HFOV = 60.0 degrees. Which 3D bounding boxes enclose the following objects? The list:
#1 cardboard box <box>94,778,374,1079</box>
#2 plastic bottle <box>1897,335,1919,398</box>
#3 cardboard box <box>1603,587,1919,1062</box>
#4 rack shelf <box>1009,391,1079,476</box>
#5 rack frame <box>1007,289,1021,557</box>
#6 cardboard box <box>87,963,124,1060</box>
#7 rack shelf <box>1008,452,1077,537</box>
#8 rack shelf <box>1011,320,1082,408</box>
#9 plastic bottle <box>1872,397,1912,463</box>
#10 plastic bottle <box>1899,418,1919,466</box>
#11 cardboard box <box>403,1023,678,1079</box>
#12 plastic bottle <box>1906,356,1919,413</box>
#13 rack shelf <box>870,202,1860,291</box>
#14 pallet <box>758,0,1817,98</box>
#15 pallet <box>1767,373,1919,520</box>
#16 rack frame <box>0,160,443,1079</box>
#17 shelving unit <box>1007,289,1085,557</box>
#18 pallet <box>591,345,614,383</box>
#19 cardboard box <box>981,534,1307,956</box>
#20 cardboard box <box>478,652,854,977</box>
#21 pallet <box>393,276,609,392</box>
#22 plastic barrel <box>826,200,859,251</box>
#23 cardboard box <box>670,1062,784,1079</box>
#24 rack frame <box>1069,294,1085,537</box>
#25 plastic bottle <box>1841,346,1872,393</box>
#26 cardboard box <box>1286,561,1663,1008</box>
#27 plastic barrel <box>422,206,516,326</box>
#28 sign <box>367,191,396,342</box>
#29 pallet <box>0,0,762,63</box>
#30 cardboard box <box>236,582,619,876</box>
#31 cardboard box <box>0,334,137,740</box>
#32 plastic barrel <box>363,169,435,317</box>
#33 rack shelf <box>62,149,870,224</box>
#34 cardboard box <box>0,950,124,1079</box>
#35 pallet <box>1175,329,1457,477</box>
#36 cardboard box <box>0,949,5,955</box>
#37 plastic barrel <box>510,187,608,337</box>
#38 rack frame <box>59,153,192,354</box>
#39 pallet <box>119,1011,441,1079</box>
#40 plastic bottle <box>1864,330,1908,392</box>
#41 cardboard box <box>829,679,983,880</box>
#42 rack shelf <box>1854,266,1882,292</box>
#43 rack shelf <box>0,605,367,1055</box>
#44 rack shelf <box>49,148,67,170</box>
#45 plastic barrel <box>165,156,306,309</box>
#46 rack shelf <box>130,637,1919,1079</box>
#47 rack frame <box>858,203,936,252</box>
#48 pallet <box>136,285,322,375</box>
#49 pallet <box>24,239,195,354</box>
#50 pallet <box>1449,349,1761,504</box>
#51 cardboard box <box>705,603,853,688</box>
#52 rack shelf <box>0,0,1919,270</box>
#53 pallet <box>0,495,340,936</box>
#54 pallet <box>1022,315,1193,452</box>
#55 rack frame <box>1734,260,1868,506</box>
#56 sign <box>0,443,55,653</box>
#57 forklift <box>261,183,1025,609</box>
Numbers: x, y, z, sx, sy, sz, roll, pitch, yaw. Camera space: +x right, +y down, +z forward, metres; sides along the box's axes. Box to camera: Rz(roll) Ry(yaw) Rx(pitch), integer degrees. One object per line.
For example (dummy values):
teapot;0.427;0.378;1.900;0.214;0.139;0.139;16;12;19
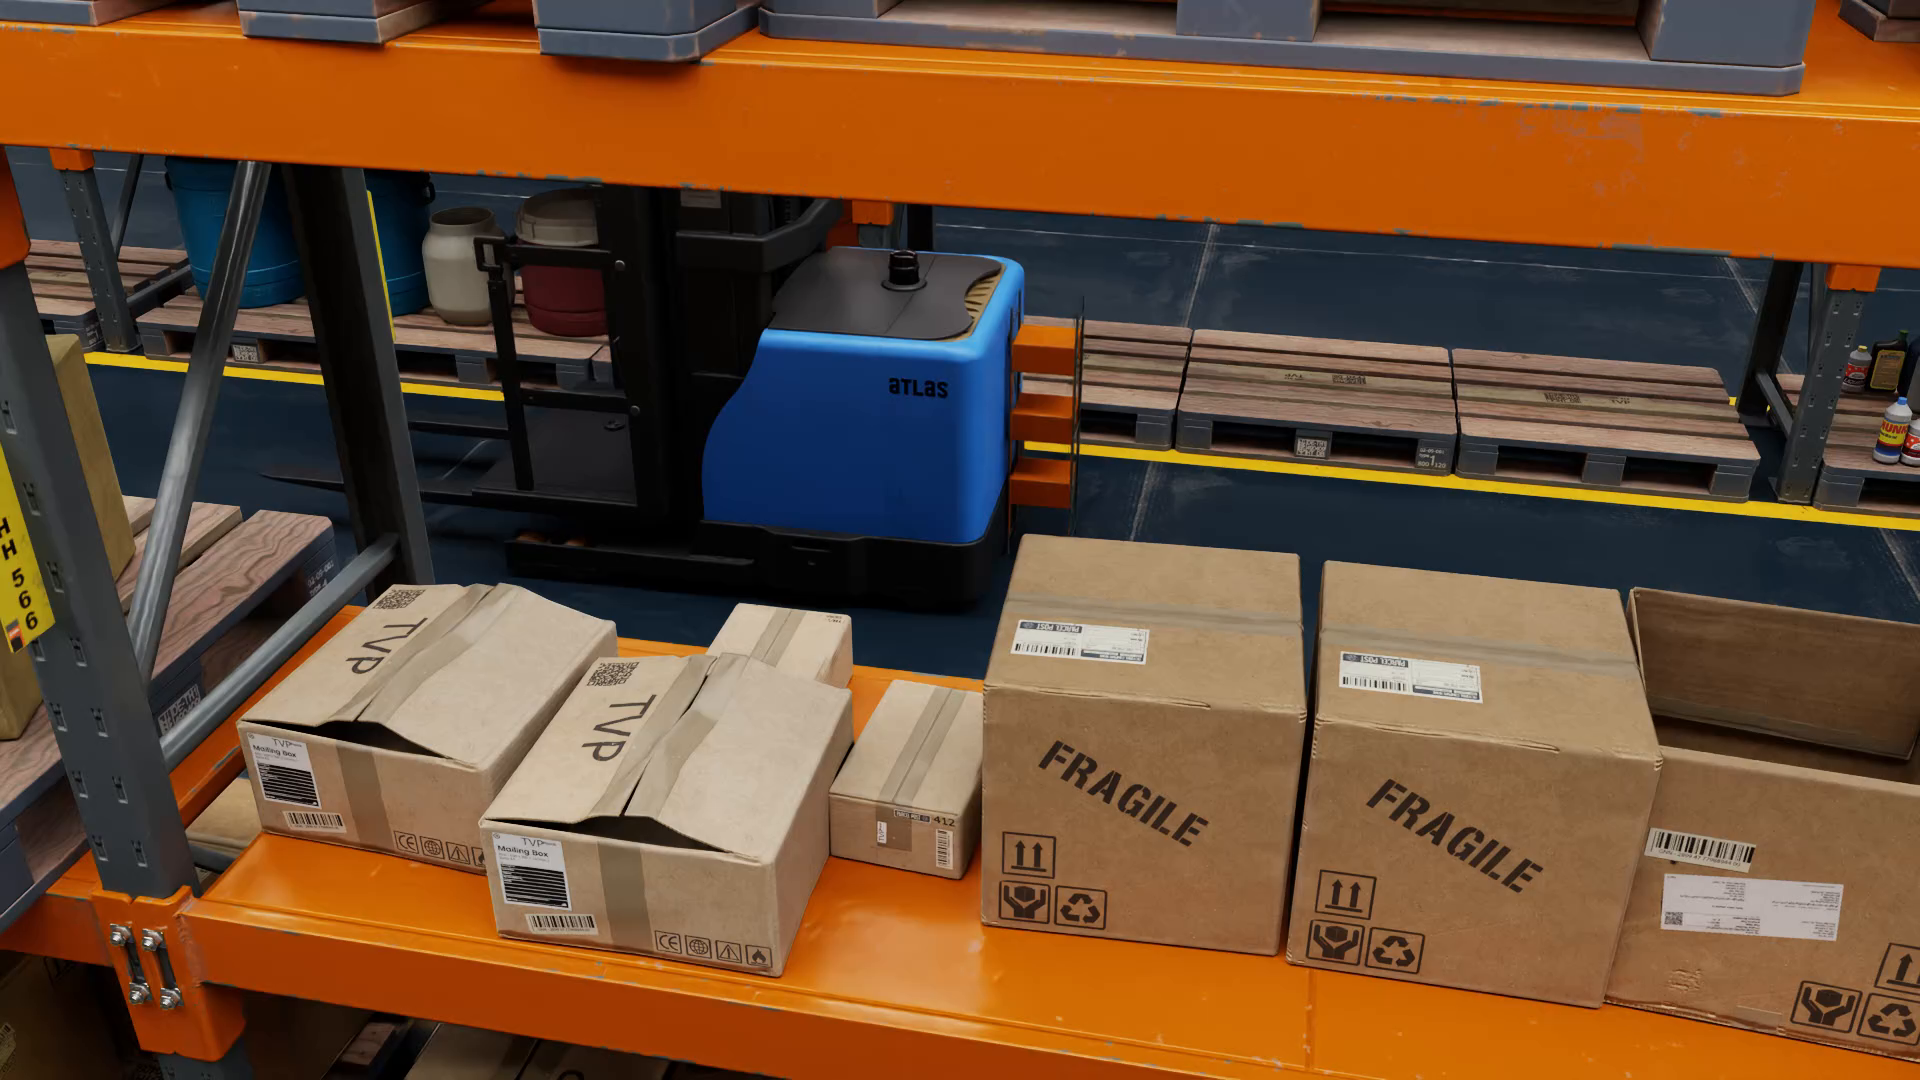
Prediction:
cardboard box;-1.709;0.948;4.039;0.500;0.500;0.500;7;29;13
plastic bottle;4.316;-0.802;7.392;0.185;0.351;0.144;5;29;9
cardboard box;1.325;0.444;2.711;0.500;0.500;0.500;8;30;14
rack shelf;0.329;-0.420;6.446;0.240;0.259;0.215;5;29;10
rack frame;0.210;-0.441;6.462;0.008;1.050;0.200;5;29;10
cardboard box;-2.222;0.898;4.131;0.500;0.500;0.500;5;29;9
rack shelf;0.329;-0.176;6.580;0.240;0.259;0.215;5;29;10
rack shelf;0.329;-0.669;6.310;0.240;0.259;0.215;5;29;10
plastic bottle;3.846;-0.459;6.847;0.097;0.271;0.097;0;29;0
plastic bottle;3.946;-0.418;6.845;0.097;0.201;0.097;0;29;0
cardboard box;-0.873;1.191;3.293;0.500;0.311;0.500;7;29;12
plastic bottle;4.286;-0.734;7.268;0.185;0.351;0.144;6;29;11
rack shelf;1.670;-1.585;7.271;4.000;0.370;1.077;6;29;11
pallet;0.453;-0.872;2.291;1.213;0.211;1.003;7;30;13
pallet;4.274;-0.390;7.243;1.213;0.211;1.003;6;29;11
rack frame;-1.324;0.225;3.216;0.127;3.000;1.000;6;29;11
shelving unit;0.329;-0.429;6.441;0.252;1.050;0.215;5;29;10
pallet;-1.065;-0.938;8.243;1.213;0.211;1.003;6;29;11
cardboard box;0.321;0.341;2.899;0.500;0.500;0.500;4;29;8
cardboard box;-0.489;0.444;2.908;0.500;0.311;0.500;6;29;10
pallet;-2.255;-1.061;8.468;1.213;0.211;1.003;6;29;11
plastic barrel;-0.768;-1.375;7.960;0.708;0.830;0.600;6;29;11
cardboard box;-0.357;1.240;3.204;0.500;0.311;0.500;5;29;9
rack frame;0.449;-0.418;6.420;0.008;1.050;0.200;5;29;10
plastic bottle;4.046;-0.776;7.499;0.097;0.201;0.097;0;29;0
cardboard box;0.835;0.394;2.803;0.500;0.500;0.500;6;29;11
plastic barrel;-2.443;-1.363;8.270;0.421;0.512;0.421;0;29;0
sign;-1.211;-0.544;3.415;0.005;0.325;0.100;6;29;11
pallet;-0.641;-0.982;2.494;1.003;0.211;1.213;7;30;13
cardboard box;-0.977;0.321;3.134;0.500;0.311;0.500;8;30;14
cardboard box;-1.963;-0.014;3.110;0.500;0.500;0.700;-4;29;-6
plastic barrel;-2.976;-1.633;8.356;0.708;0.901;0.600;6;29;11
rack shelf;-2.242;-1.986;8.004;4.000;0.370;1.077;6;29;11
cardboard box;-2.287;1.144;3.681;0.500;0.500;0.500;7;29;13
pallet;1.653;-0.659;7.734;1.213;0.211;1.003;6;29;11
cardboard box;-2.343;0.812;3.507;0.500;0.250;0.500;7;29;12
plastic barrel;-1.872;-1.382;8.225;0.708;0.588;0.600;6;29;11
rack frame;-4.197;-2.502;8.197;0.127;3.000;1.000;6;29;11
pallet;-2.046;1.355;4.055;1.213;0.211;1.003;6;29;11
plastic bottle;4.166;-0.808;7.473;0.133;0.283;0.061;7;30;13
cardboard box;-0.065;0.436;3.091;0.250;0.149;0.380;8;30;14
rack shelf;5.582;-1.184;6.538;4.000;0.370;1.077;6;29;11
rack shelf;-3.280;0.340;3.755;4.000;0.370;1.077;6;29;11
rack shelf;-6.153;-2.387;8.736;4.000;0.370;1.077;6;29;11
plastic barrel;-3.669;-1.704;8.486;0.708;0.901;0.600;6;29;11
rack shelf;0.632;0.741;3.023;4.000;0.370;1.077;6;29;11
rack frame;-0.286;-2.101;7.465;0.127;3.000;1.000;6;29;11
pallet;-3.452;-1.182;8.690;1.213;0.211;1.003;6;29;11
pallet;-4.925;-1.335;8.968;1.213;0.211;1.003;6;29;11
pallet;2.850;-0.538;7.512;1.213;0.211;1.003;6;29;11
cardboard box;-0.386;0.295;3.349;0.250;0.149;0.380;6;29;11
rack shelf;0.632;-0.575;2.302;4.000;0.370;1.077;6;29;11
pallet;-2.001;0.274;3.326;1.003;0.211;1.213;6;29;11
pallet;0.464;-0.782;7.959;1.213;0.211;1.003;6;29;11
rack frame;3.626;-1.700;6.732;0.127;3.000;1.000;6;29;11
sign;-1.428;0.007;2.490;0.005;0.325;0.100;6;29;11
forklift;-1.302;-1.372;6.204;3.031;2.935;1.130;5;29;10
